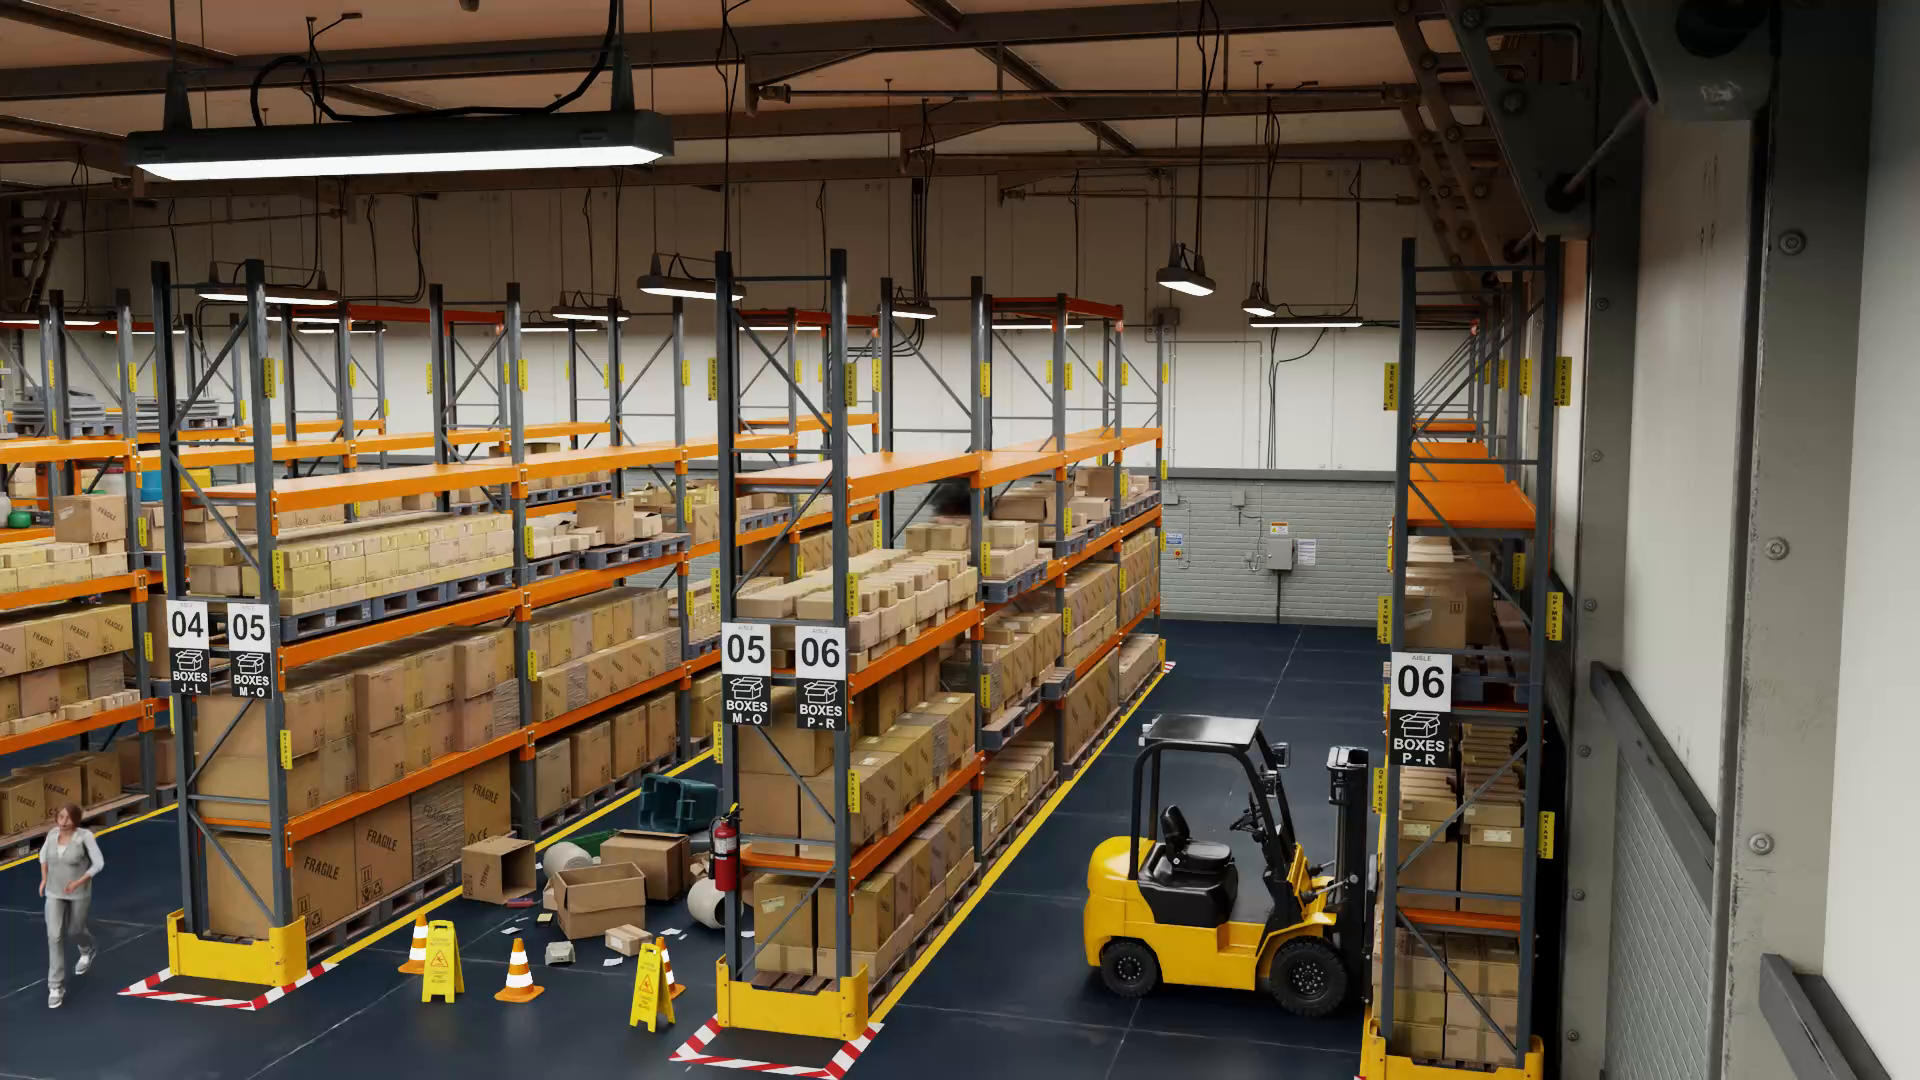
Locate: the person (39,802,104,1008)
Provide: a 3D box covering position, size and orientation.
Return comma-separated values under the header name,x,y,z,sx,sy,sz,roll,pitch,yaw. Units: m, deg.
name,x,y,z,sx,sy,sz,roll,pitch,yaw
person,-7.304,2.924,13.683,0.536,1.596,0.848,-1,6,-11
